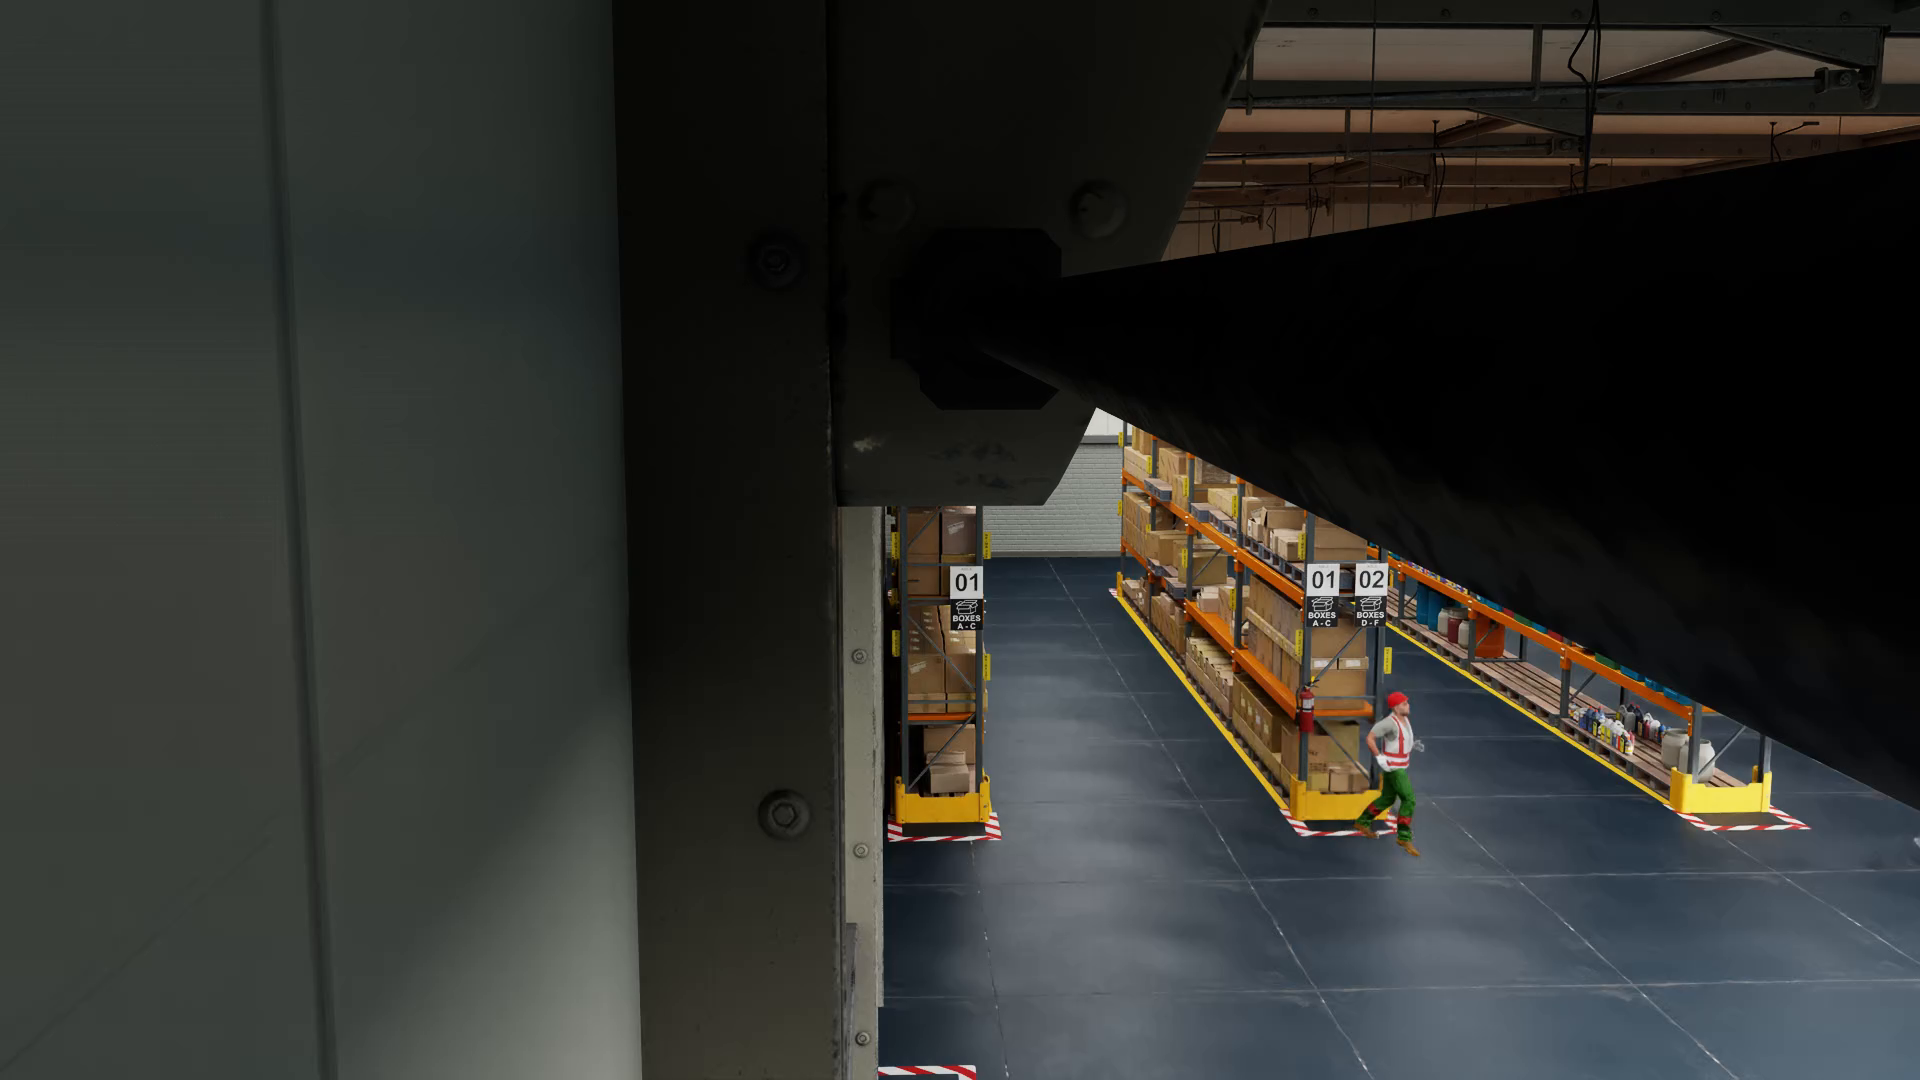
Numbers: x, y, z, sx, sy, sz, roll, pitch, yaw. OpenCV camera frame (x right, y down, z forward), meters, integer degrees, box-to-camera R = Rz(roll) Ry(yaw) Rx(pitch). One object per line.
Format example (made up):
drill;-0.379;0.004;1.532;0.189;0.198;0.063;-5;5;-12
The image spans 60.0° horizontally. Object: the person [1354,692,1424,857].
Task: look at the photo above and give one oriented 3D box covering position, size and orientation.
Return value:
person;4.946;2.633;19.073;0.801;1.837;0.659;4;9;28
